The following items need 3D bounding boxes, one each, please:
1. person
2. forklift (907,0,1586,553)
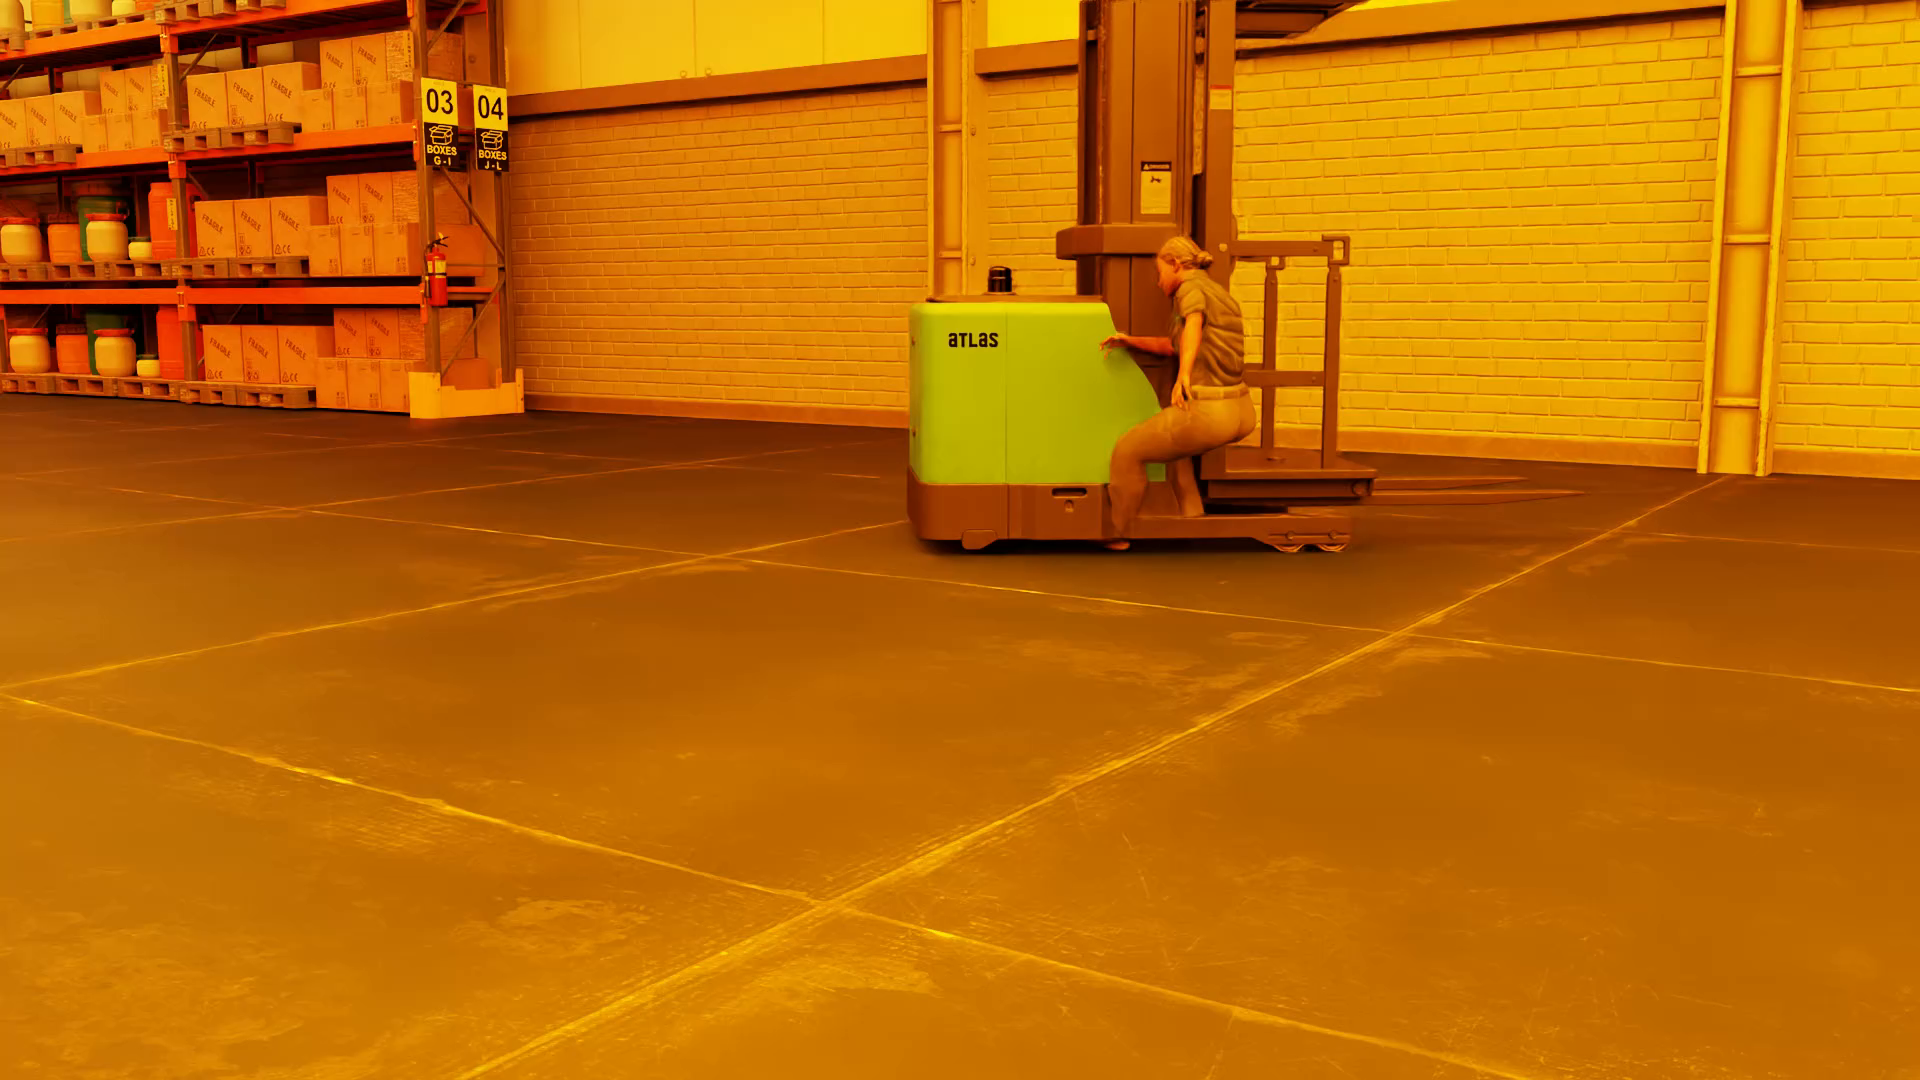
[{"bbox_3d":[0.794,-0.576,6.889,0.899,1.346,1.008,6,10,36],"label":"person"},{"bbox_3d":[1.292,-1.469,7.525,3.031,2.935,1.130,-1,8,-5],"label":"forklift"}]
